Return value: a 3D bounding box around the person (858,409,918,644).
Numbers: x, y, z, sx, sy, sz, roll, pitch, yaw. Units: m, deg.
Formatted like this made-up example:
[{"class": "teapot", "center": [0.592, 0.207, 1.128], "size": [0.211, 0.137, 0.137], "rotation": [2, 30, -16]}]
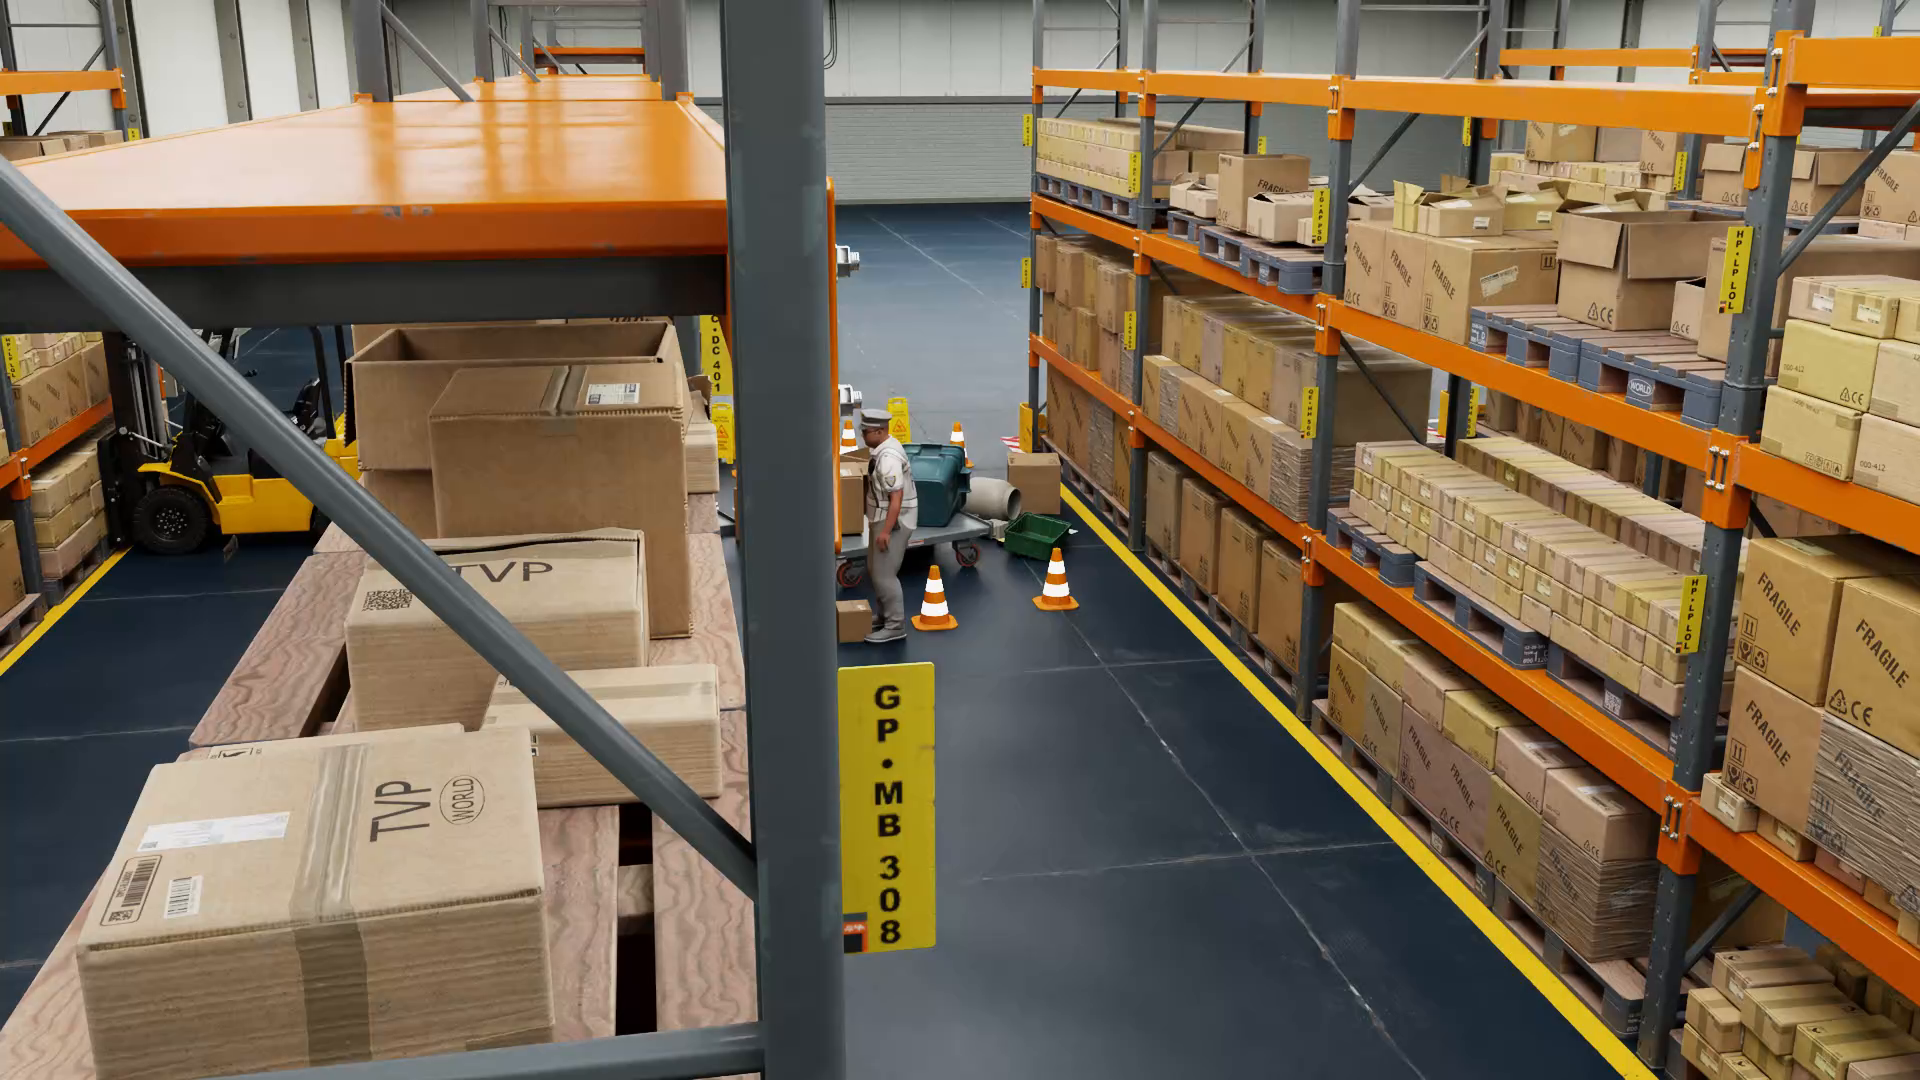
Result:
[{"class": "person", "center": [-0.542, -0.123, 12.443], "size": [0.436, 1.748, 0.587], "rotation": [-3, 17, -10]}]
